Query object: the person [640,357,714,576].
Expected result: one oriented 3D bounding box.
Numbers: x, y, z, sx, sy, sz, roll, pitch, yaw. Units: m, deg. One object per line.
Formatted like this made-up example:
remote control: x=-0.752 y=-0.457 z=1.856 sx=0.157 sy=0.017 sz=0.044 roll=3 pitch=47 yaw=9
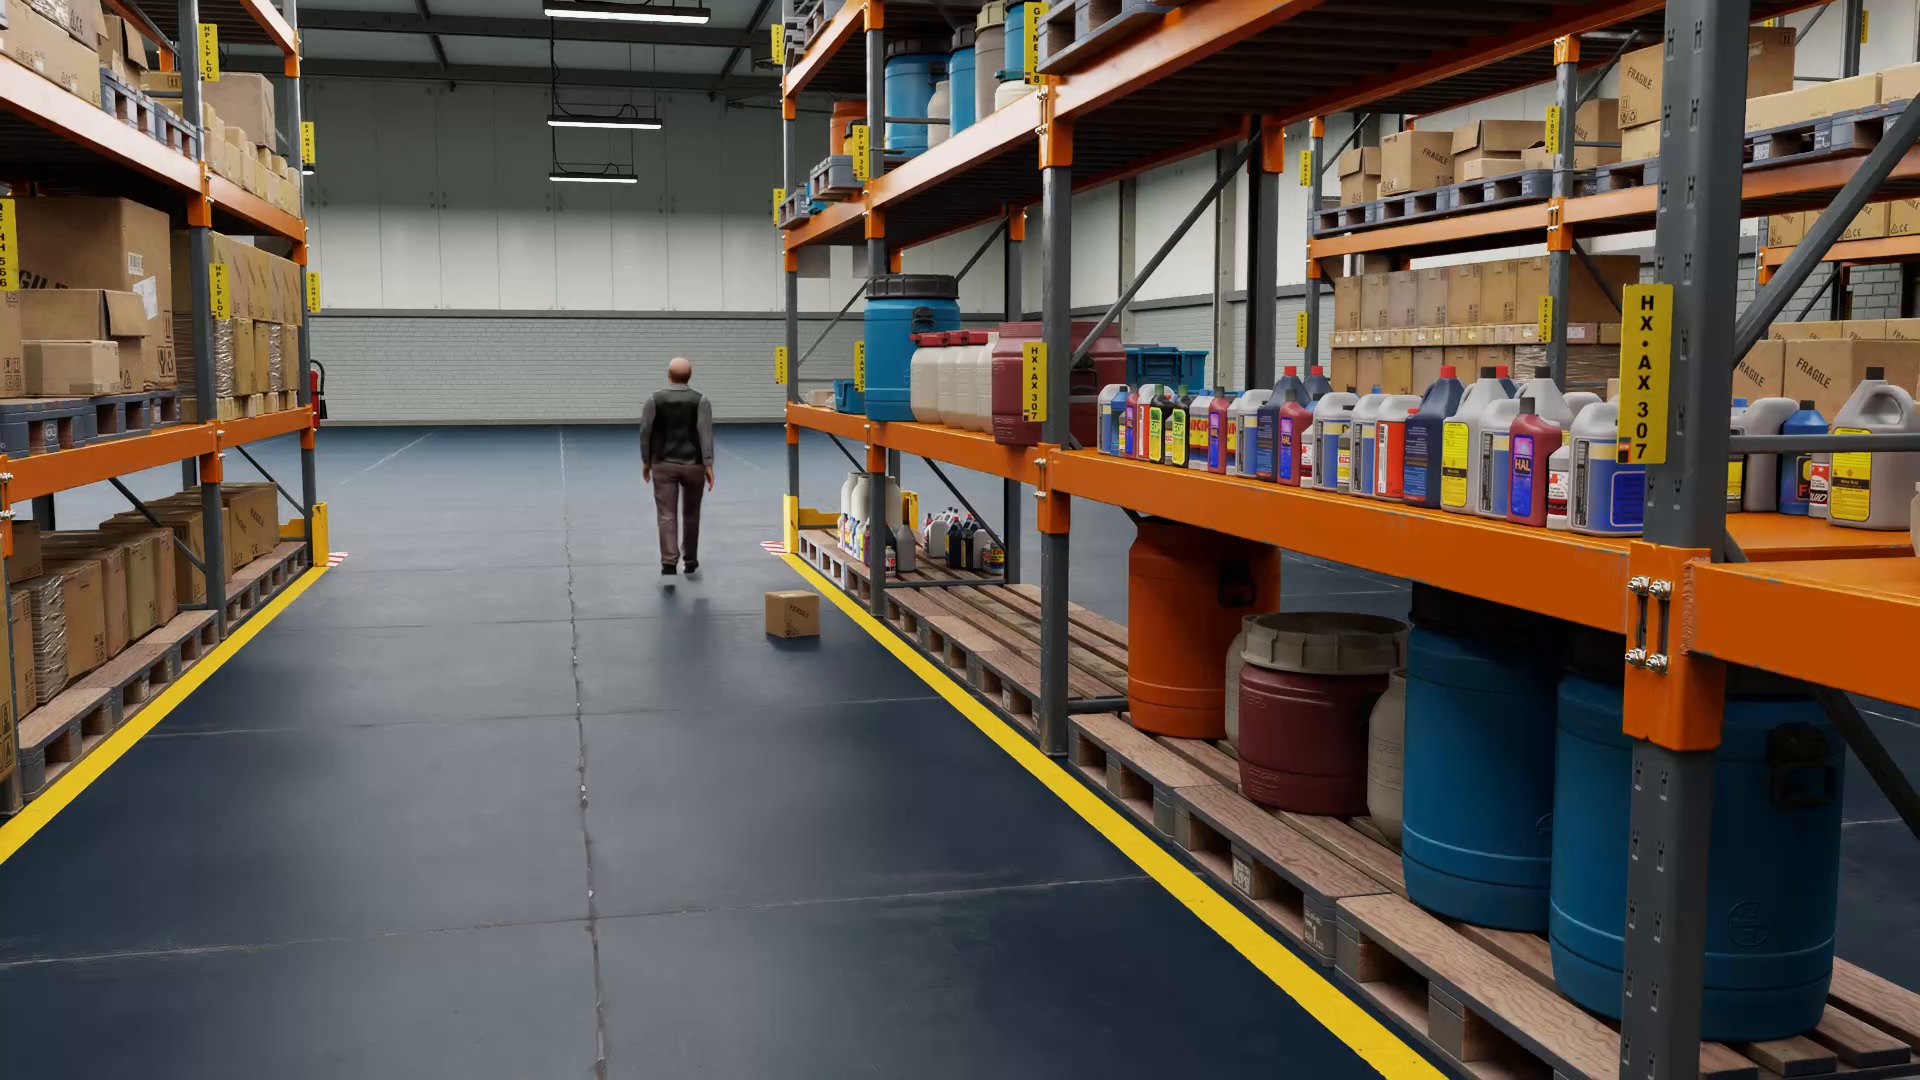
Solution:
person: x=-2.178 y=-0.556 z=12.785 sx=0.551 sy=1.688 sz=0.968 roll=-1 pitch=6 yaw=-14
